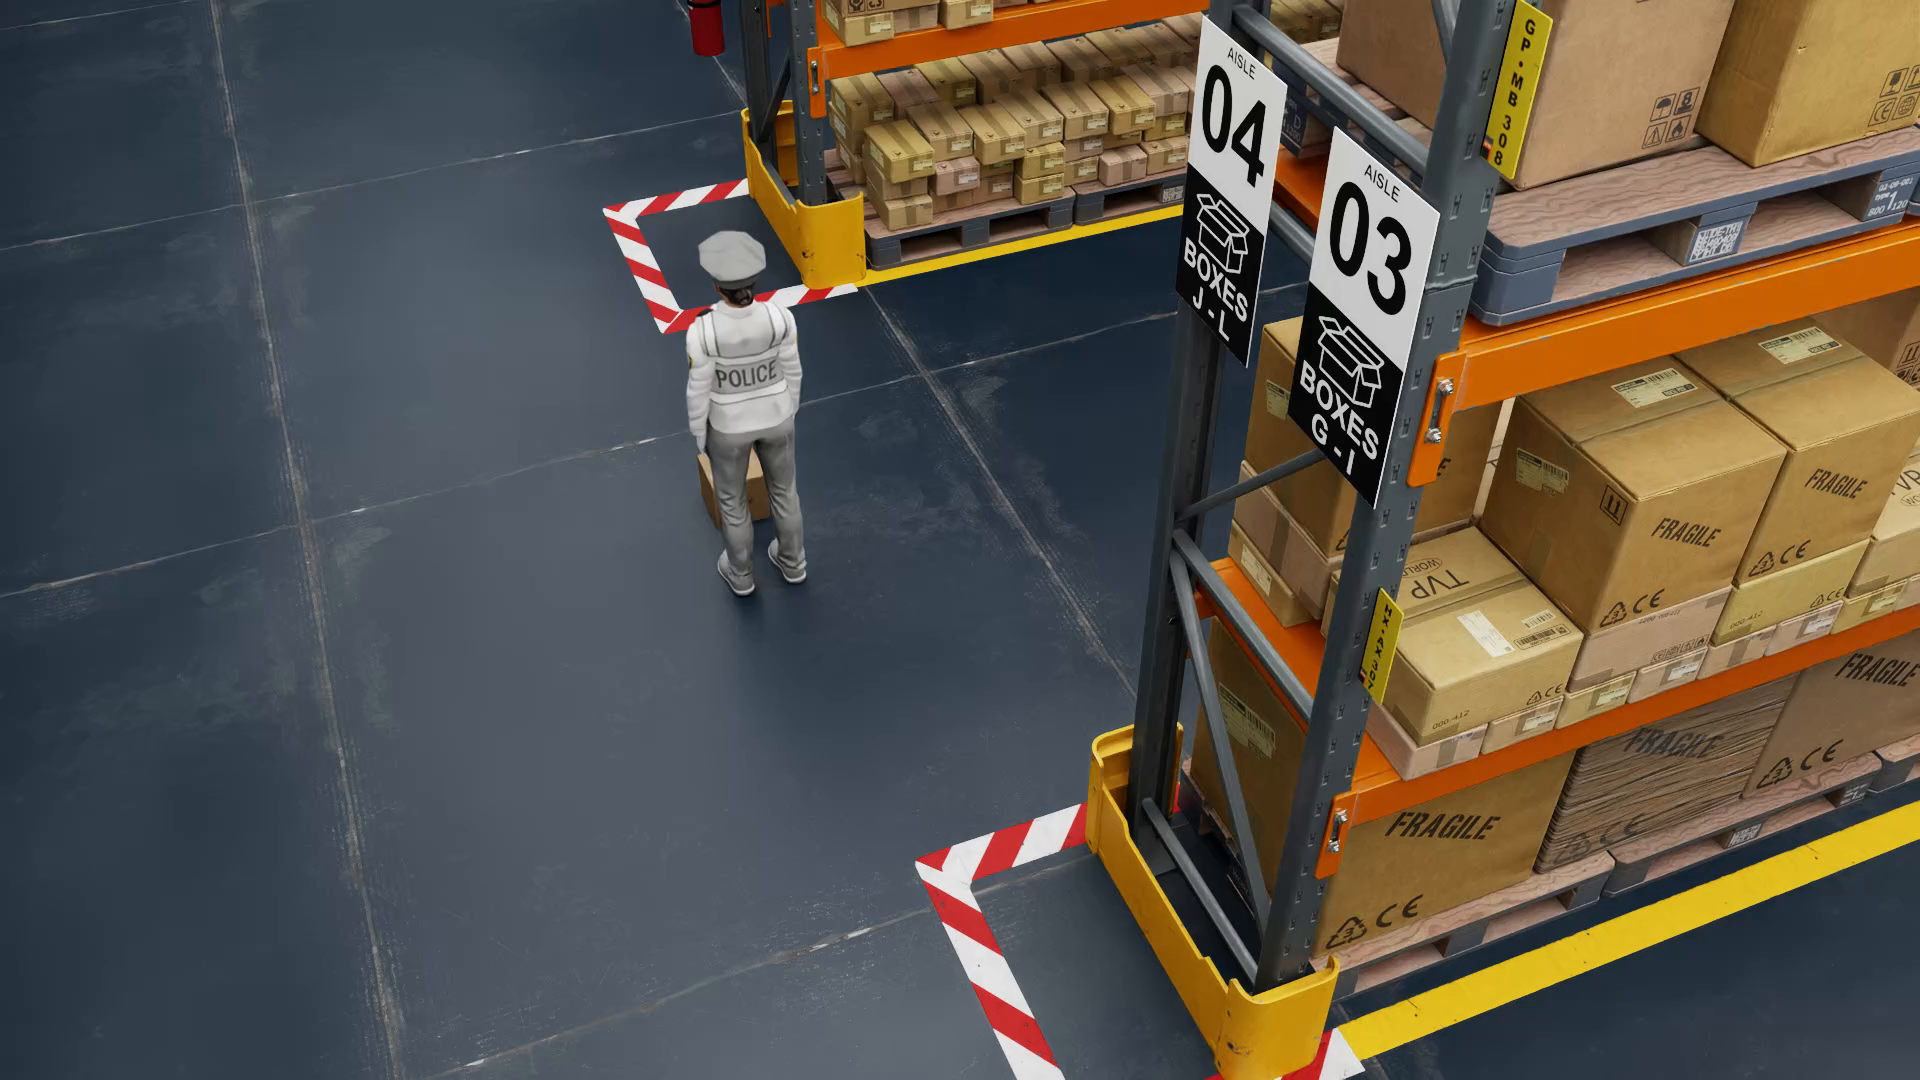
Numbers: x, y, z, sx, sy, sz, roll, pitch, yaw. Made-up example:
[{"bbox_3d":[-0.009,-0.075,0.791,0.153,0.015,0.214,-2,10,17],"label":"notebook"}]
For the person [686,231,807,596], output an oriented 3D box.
[{"bbox_3d":[-0.857,-0.478,6.680,0.468,1.678,0.329,-14,44,-15],"label":"person"}]
